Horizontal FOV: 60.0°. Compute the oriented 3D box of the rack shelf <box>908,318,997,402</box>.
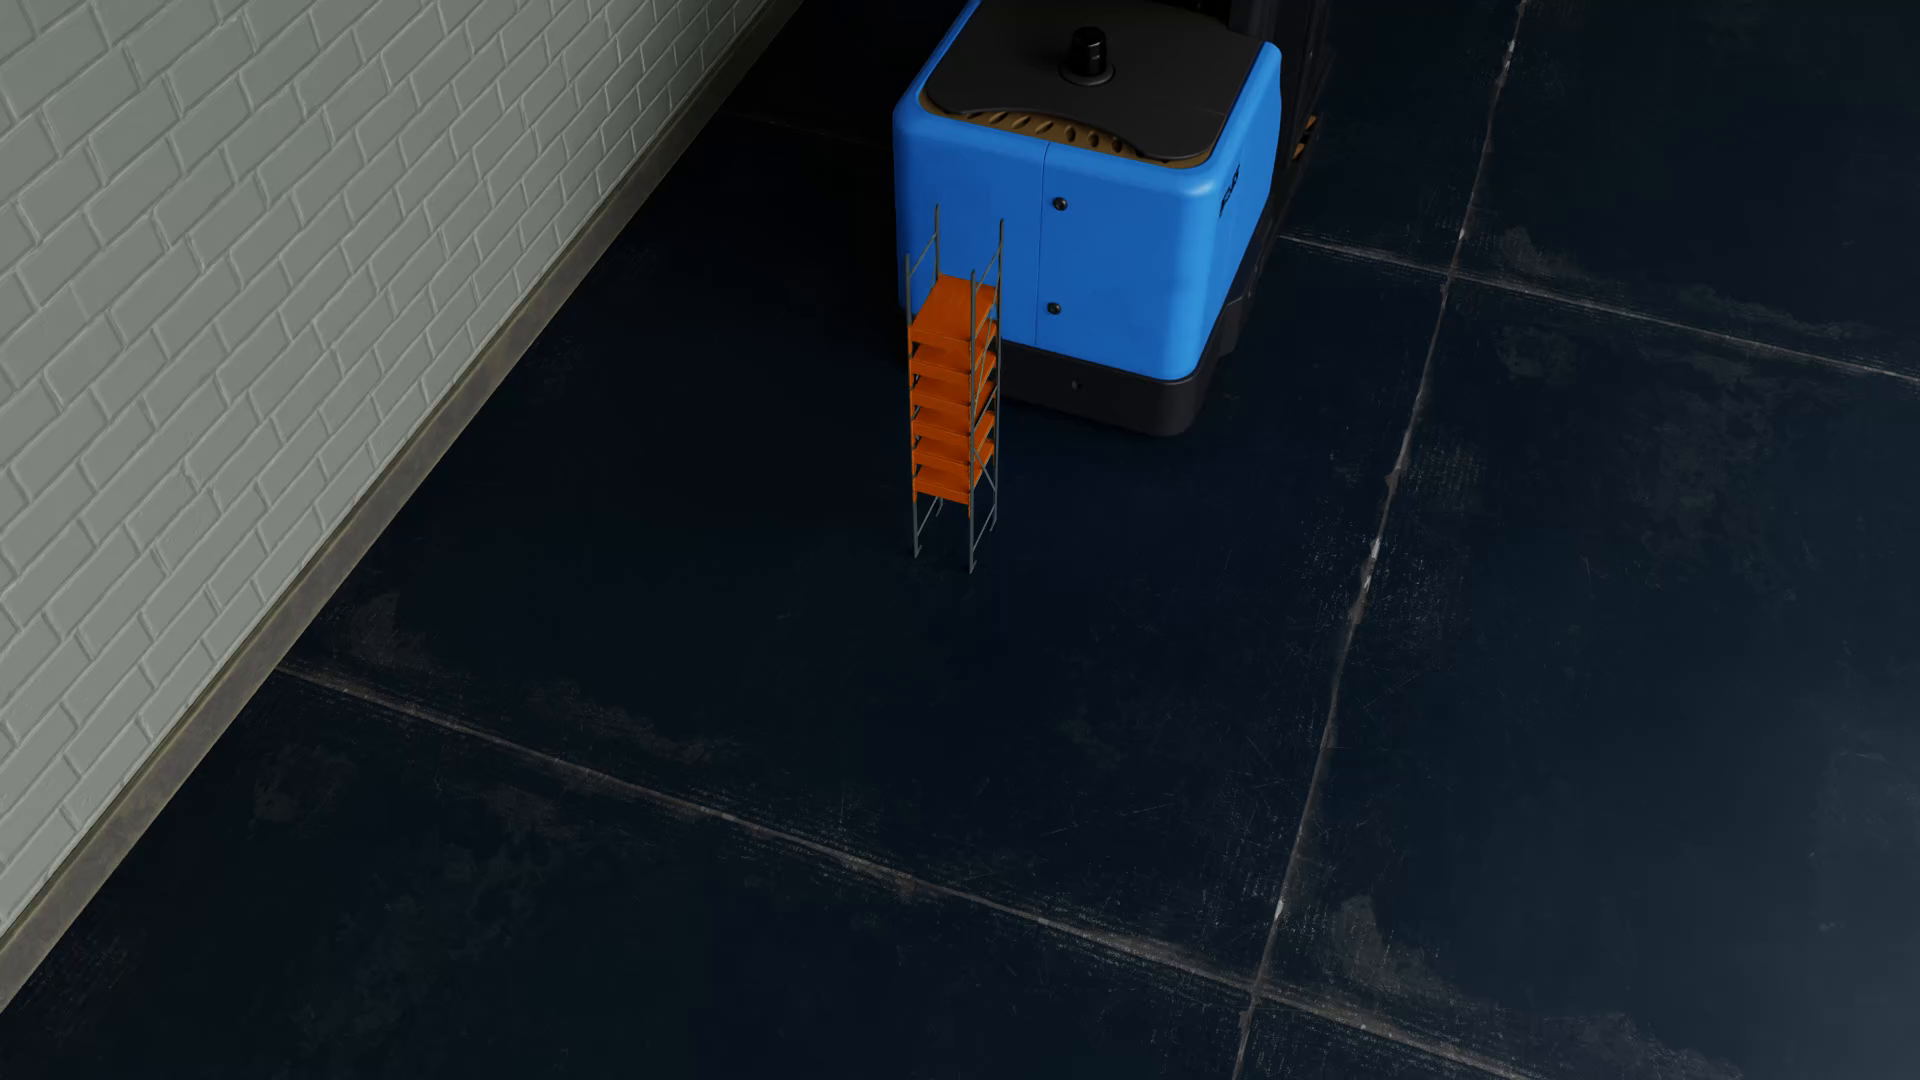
[{"bbox_3d":[-0.014,-0.525,4.652,0.180,0.103,0.258,16,51,13],"label":"rack shelf"}]

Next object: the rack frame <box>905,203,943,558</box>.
[{"bbox_3d":[-0.099,-0.421,4.821,0.006,1.200,0.240,16,51,13],"label":"rack frame"}]

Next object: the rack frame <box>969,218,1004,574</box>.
[{"bbox_3d":[0.072,-0.373,4.779,0.006,1.200,0.240,16,51,13],"label":"rack frame"}]

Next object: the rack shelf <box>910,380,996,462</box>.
[{"bbox_3d":[-0.014,-0.368,4.833,0.180,0.103,0.258,16,51,13],"label":"rack shelf"}]

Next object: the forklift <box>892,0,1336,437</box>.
[{"bbox_3d":[0.781,-2.438,5.423,1.130,2.935,3.031,16,51,14],"label":"forklift"}]

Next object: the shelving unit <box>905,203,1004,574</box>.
[{"bbox_3d":[-0.014,-0.397,4.800,0.189,1.200,0.258,16,51,13],"label":"shelving unit"}]

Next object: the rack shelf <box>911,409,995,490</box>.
[{"bbox_3d":[-0.014,-0.289,4.924,0.180,0.103,0.258,16,51,13],"label":"rack shelf"}]

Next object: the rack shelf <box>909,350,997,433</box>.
[{"bbox_3d":[-0.014,-0.446,4.743,0.180,0.103,0.258,16,51,13],"label":"rack shelf"}]

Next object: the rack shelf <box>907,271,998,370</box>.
[{"bbox_3d":[-0.014,-0.603,4.561,0.180,0.103,0.258,16,51,13],"label":"rack shelf"}]

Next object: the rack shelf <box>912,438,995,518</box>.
[{"bbox_3d":[-0.014,-0.210,5.015,0.180,0.103,0.258,16,51,13],"label":"rack shelf"}]
